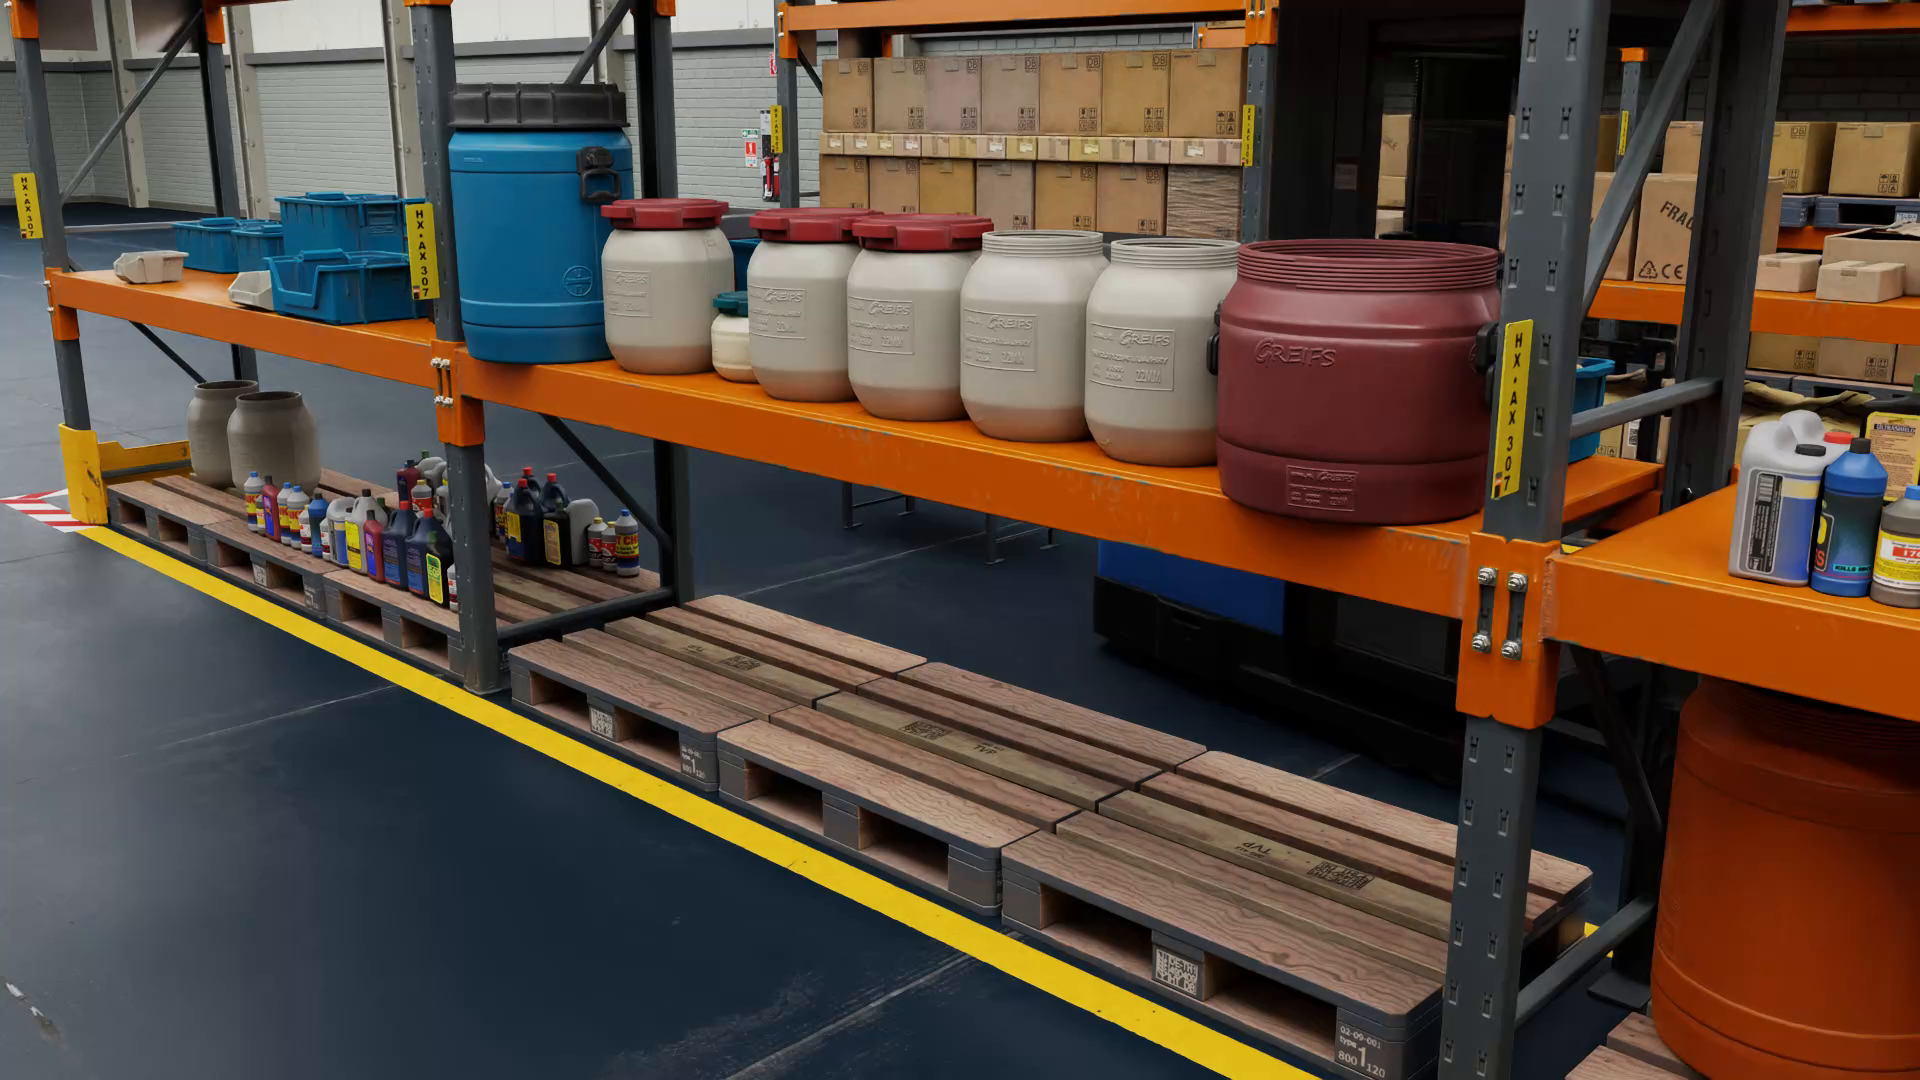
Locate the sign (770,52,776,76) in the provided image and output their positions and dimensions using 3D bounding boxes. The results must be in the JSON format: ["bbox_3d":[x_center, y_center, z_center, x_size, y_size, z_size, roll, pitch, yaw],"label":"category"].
[{"bbox_3d":[-2.383,-6.128,21.405,0.199,0.298,0.001,14,20,42],"label":"sign"}]

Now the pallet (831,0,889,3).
[{"bbox_3d":[-0.424,-3.844,11.461,1.213,0.211,1.003,14,20,42],"label":"pallet"}]

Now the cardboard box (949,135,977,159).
[{"bbox_3d":[0.147,-2.593,10.949,0.250,0.149,0.380,13,20,41],"label":"cardboard box"}]

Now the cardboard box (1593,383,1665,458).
[{"bbox_3d":[3.197,-0.621,8.374,0.500,0.311,0.500,-14,20,-43],"label":"cardboard box"}]

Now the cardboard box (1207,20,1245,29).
[{"bbox_3d":[2.588,-4.869,14.982,0.500,0.500,0.500,-14,20,-43],"label":"cardboard box"}]

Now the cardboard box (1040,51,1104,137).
[{"bbox_3d":[0.916,-2.792,10.427,0.500,0.500,0.700,14,20,42],"label":"cardboard box"}]

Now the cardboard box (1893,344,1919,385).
[{"bbox_3d":[7.058,-1.376,11.849,0.500,0.500,0.700,14,20,42],"label":"cardboard box"}]

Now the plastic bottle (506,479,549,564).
[{"bbox_3d":[-1.869,-0.086,7.195,0.185,0.351,0.144,14,20,42],"label":"plastic bottle"}]

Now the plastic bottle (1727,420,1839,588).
[{"bbox_3d":[1.490,-0.070,2.999,0.135,0.276,0.152,14,20,42],"label":"plastic bottle"}]

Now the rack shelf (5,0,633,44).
[{"bbox_3d":[-2.916,-2.418,7.242,4.000,0.370,1.077,14,20,42],"label":"rack shelf"}]

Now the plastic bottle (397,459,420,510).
[{"bbox_3d":[-2.640,-0.253,7.969,0.133,0.283,0.061,14,20,42],"label":"plastic bottle"}]

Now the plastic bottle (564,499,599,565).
[{"bbox_3d":[-1.653,-0.047,7.191,0.152,0.276,0.135,-14,20,-42],"label":"plastic bottle"}]

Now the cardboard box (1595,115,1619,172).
[{"bbox_3d":[4.845,-3.090,13.111,0.500,0.500,0.500,14,20,42],"label":"cardboard box"}]

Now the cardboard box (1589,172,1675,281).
[{"bbox_3d":[3.246,-1.594,8.404,0.500,0.500,0.500,14,20,42],"label":"cardboard box"}]

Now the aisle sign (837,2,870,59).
[{"bbox_3d":[-0.758,-3.886,12.242,0.004,0.787,0.394,14,20,42],"label":"aisle sign"}]

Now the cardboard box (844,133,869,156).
[{"bbox_3d":[-0.590,-2.772,11.637,0.250,0.149,0.380,13,19,41],"label":"cardboard box"}]

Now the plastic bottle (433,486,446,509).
[{"bbox_3d":[-2.397,-0.151,7.738,0.097,0.201,0.097,0,15,0],"label":"plastic bottle"}]

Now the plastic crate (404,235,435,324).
[{"bbox_3d":[-1.765,-1.050,6.634,0.504,0.338,0.767,14,20,42],"label":"plastic crate"}]

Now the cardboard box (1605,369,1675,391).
[{"bbox_3d":[3.551,-0.722,8.763,0.500,0.311,0.500,13,20,42],"label":"cardboard box"}]

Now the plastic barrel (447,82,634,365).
[{"bbox_3d":[-1.408,-1.085,5.652,0.708,0.901,0.600,14,20,42],"label":"plastic barrel"}]

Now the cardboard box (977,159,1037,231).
[{"bbox_3d":[0.529,-2.257,10.948,0.700,0.500,0.500,-14,20,-43],"label":"cardboard box"}]

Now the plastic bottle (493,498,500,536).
[{"bbox_3d":[-2.093,-0.127,7.648,0.097,0.201,0.097,0,15,0],"label":"plastic bottle"}]

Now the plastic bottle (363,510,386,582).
[{"bbox_3d":[-2.424,0.022,6.914,0.061,0.283,0.133,-13,19,-41],"label":"plastic bottle"}]

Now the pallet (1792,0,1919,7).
[{"bbox_3d":[6.520,-3.815,11.549,1.003,0.211,1.213,14,20,42],"label":"pallet"}]

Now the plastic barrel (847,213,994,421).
[{"bbox_3d":[-0.100,-0.619,4.590,0.433,0.535,0.433,0,15,0],"label":"plastic barrel"}]

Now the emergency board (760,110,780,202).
[{"bbox_3d":[-2.447,-4.987,21.623,0.643,1.169,0.194,14,20,42],"label":"emergency board"}]

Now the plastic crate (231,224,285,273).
[{"bbox_3d":[-3.324,-1.445,8.324,0.408,0.251,0.499,14,20,42],"label":"plastic crate"}]

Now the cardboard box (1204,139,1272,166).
[{"bbox_3d":[1.620,-2.234,9.573,0.250,0.149,0.380,14,20,42],"label":"cardboard box"}]

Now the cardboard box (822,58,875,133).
[{"bbox_3d":[-0.550,-3.146,11.787,0.500,0.500,0.700,14,20,42],"label":"cardboard box"}]

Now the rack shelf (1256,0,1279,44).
[{"bbox_3d":[3.404,-2.617,8.003,4.000,0.370,1.077,14,20,42],"label":"rack shelf"}]

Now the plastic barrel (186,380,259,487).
[{"bbox_3d":[-3.829,-0.563,8.745,0.421,0.512,0.421,0,15,0],"label":"plastic barrel"}]

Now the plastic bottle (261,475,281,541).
[{"bbox_3d":[-3.117,-0.147,7.560,0.133,0.283,0.061,14,20,43],"label":"plastic bottle"}]

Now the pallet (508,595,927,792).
[{"bbox_3d":[-0.884,0.515,6.037,1.213,0.211,1.003,14,20,42],"label":"pallet"}]

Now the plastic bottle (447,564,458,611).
[{"bbox_3d":[-1.954,0.169,6.510,0.097,0.201,0.097,0,15,0],"label":"plastic bottle"}]

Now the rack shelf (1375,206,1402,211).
[{"bbox_3d":[3.961,-2.765,14.521,4.000,0.370,1.077,14,20,42],"label":"rack shelf"}]

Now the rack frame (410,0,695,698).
[{"bbox_3d":[-1.476,-0.965,6.186,0.127,3.000,1.000,14,20,42],"label":"rack frame"}]

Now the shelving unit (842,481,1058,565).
[{"bbox_3d":[-0.061,-0.741,8.300,1.048,1.500,0.538,14,20,42],"label":"shelving unit"}]

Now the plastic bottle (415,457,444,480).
[{"bbox_3d":[-2.567,-0.269,8.044,0.135,0.276,0.152,14,20,43],"label":"plastic bottle"}]

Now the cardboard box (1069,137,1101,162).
[{"bbox_3d":[0.889,-2.413,10.258,0.250,0.149,0.380,14,20,42],"label":"cardboard box"}]

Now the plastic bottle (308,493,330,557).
[{"bbox_3d":[-2.802,-0.071,7.293,0.097,0.271,0.097,0,15,0],"label":"plastic bottle"}]

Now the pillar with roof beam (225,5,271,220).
[{"bbox_3d":[-16.640,-9.820,28.271,0.400,9.000,9.100,14,20,42],"label":"pillar with roof beam"}]

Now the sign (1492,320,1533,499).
[{"bbox_3d":[1.027,-0.243,3.091,0.005,0.325,0.100,14,20,42],"label":"sign"}]

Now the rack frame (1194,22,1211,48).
[{"bbox_3d":[2.521,-3.463,15.774,0.127,3.000,1.000,14,20,42],"label":"rack frame"}]

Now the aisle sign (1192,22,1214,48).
[{"bbox_3d":[2.261,-4.679,15.286,0.004,0.787,0.394,14,20,42],"label":"aisle sign"}]

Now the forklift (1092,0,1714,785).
[{"bbox_3d":[1.823,-0.764,5.550,1.130,2.935,3.031,-11,18,-35],"label":"forklift"}]

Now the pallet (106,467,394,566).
[{"bbox_3d":[-3.687,-0.168,8.657,1.213,0.211,1.003,14,20,42],"label":"pallet"}]

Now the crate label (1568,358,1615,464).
[{"bbox_3d":[1.360,-0.326,4.064,0.416,0.233,0.303,14,20,42],"label":"crate label"}]
